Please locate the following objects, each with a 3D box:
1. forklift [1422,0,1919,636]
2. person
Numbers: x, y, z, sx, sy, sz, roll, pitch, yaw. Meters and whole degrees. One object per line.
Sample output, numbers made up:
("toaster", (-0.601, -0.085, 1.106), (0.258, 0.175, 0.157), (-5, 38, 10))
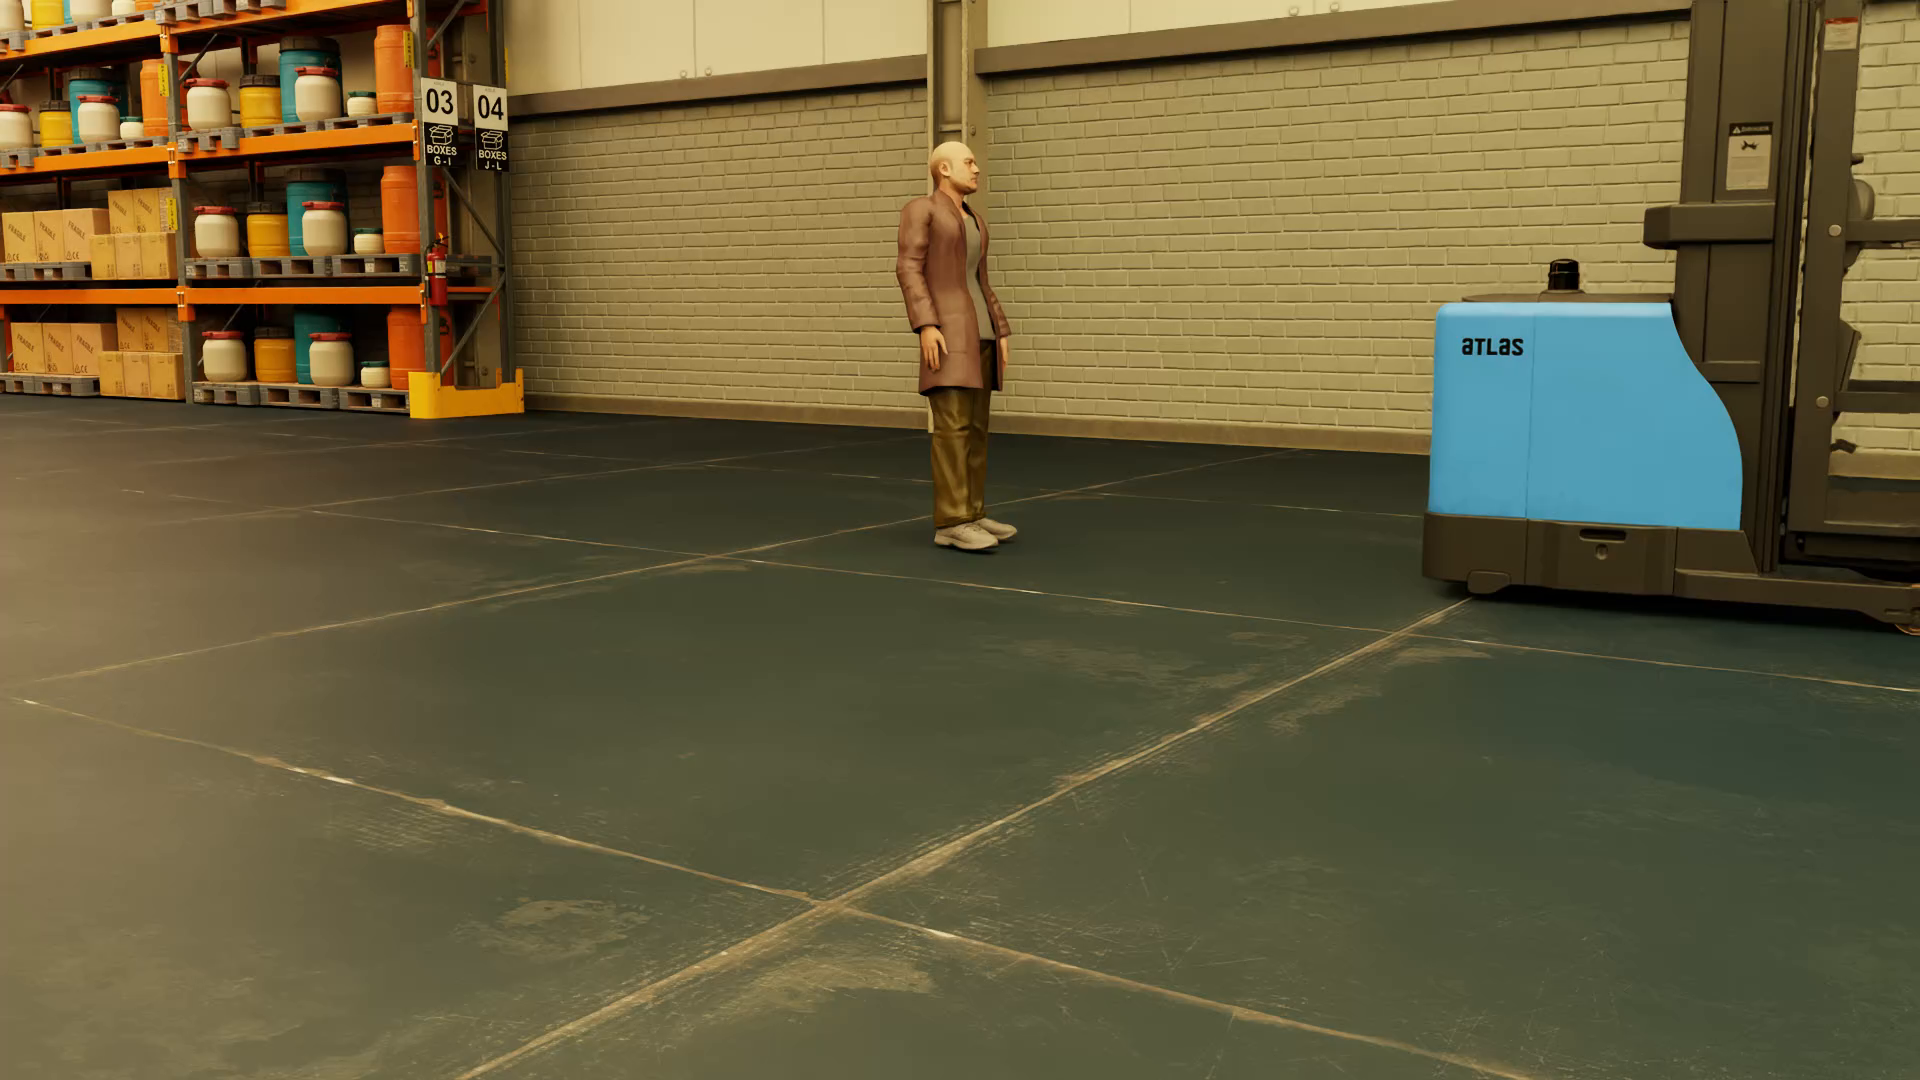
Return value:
("forklift", (3.267, -1.211, 5.711), (3.031, 2.935, 1.130), (4, 9, 26))
("person", (0.074, -0.880, 7.424), (0.579, 1.777, 0.698), (5, 10, 34))
